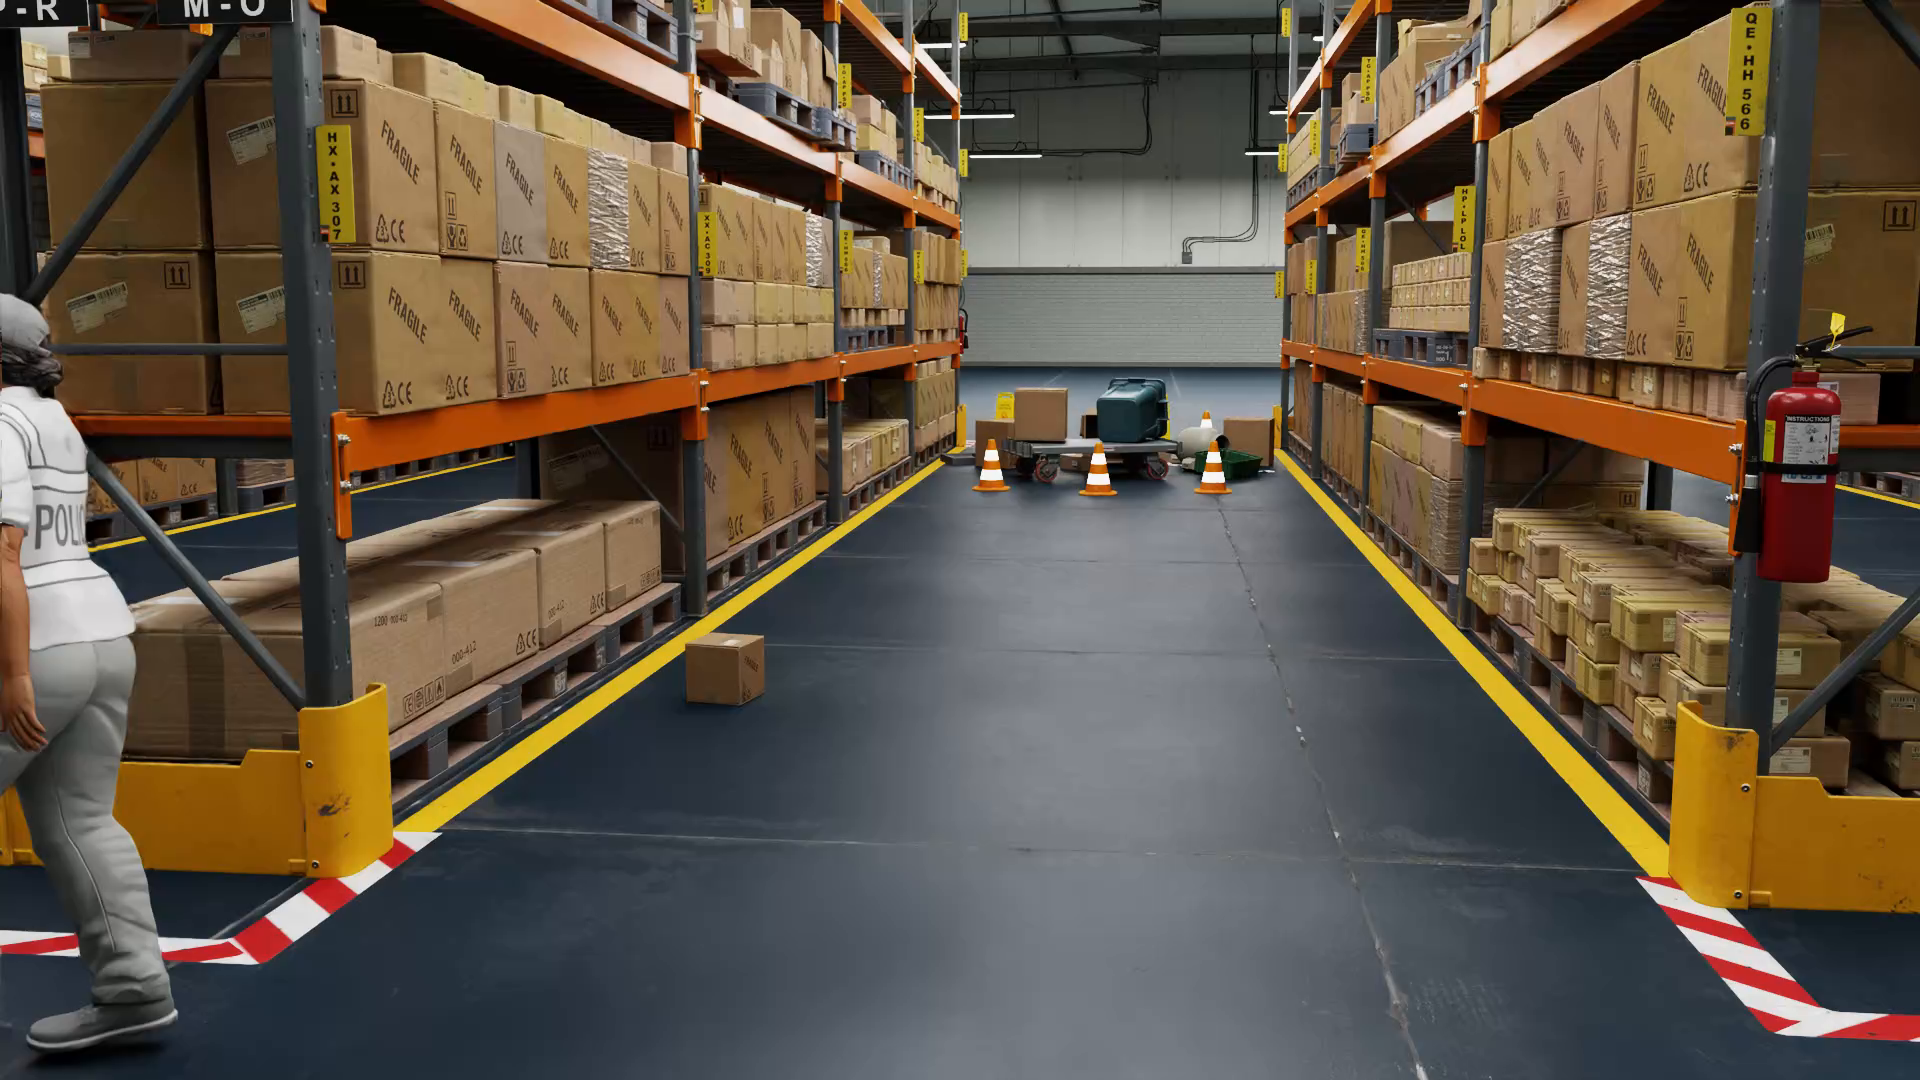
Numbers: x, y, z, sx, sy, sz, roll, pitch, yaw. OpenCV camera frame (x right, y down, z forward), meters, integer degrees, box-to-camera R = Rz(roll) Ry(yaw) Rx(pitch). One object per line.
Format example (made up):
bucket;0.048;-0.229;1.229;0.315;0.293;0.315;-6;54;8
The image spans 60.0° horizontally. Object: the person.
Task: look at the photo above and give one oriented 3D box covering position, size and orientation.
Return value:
person;-2.055;0.324;3.578;0.634;1.706;0.590;-1;8;-4
